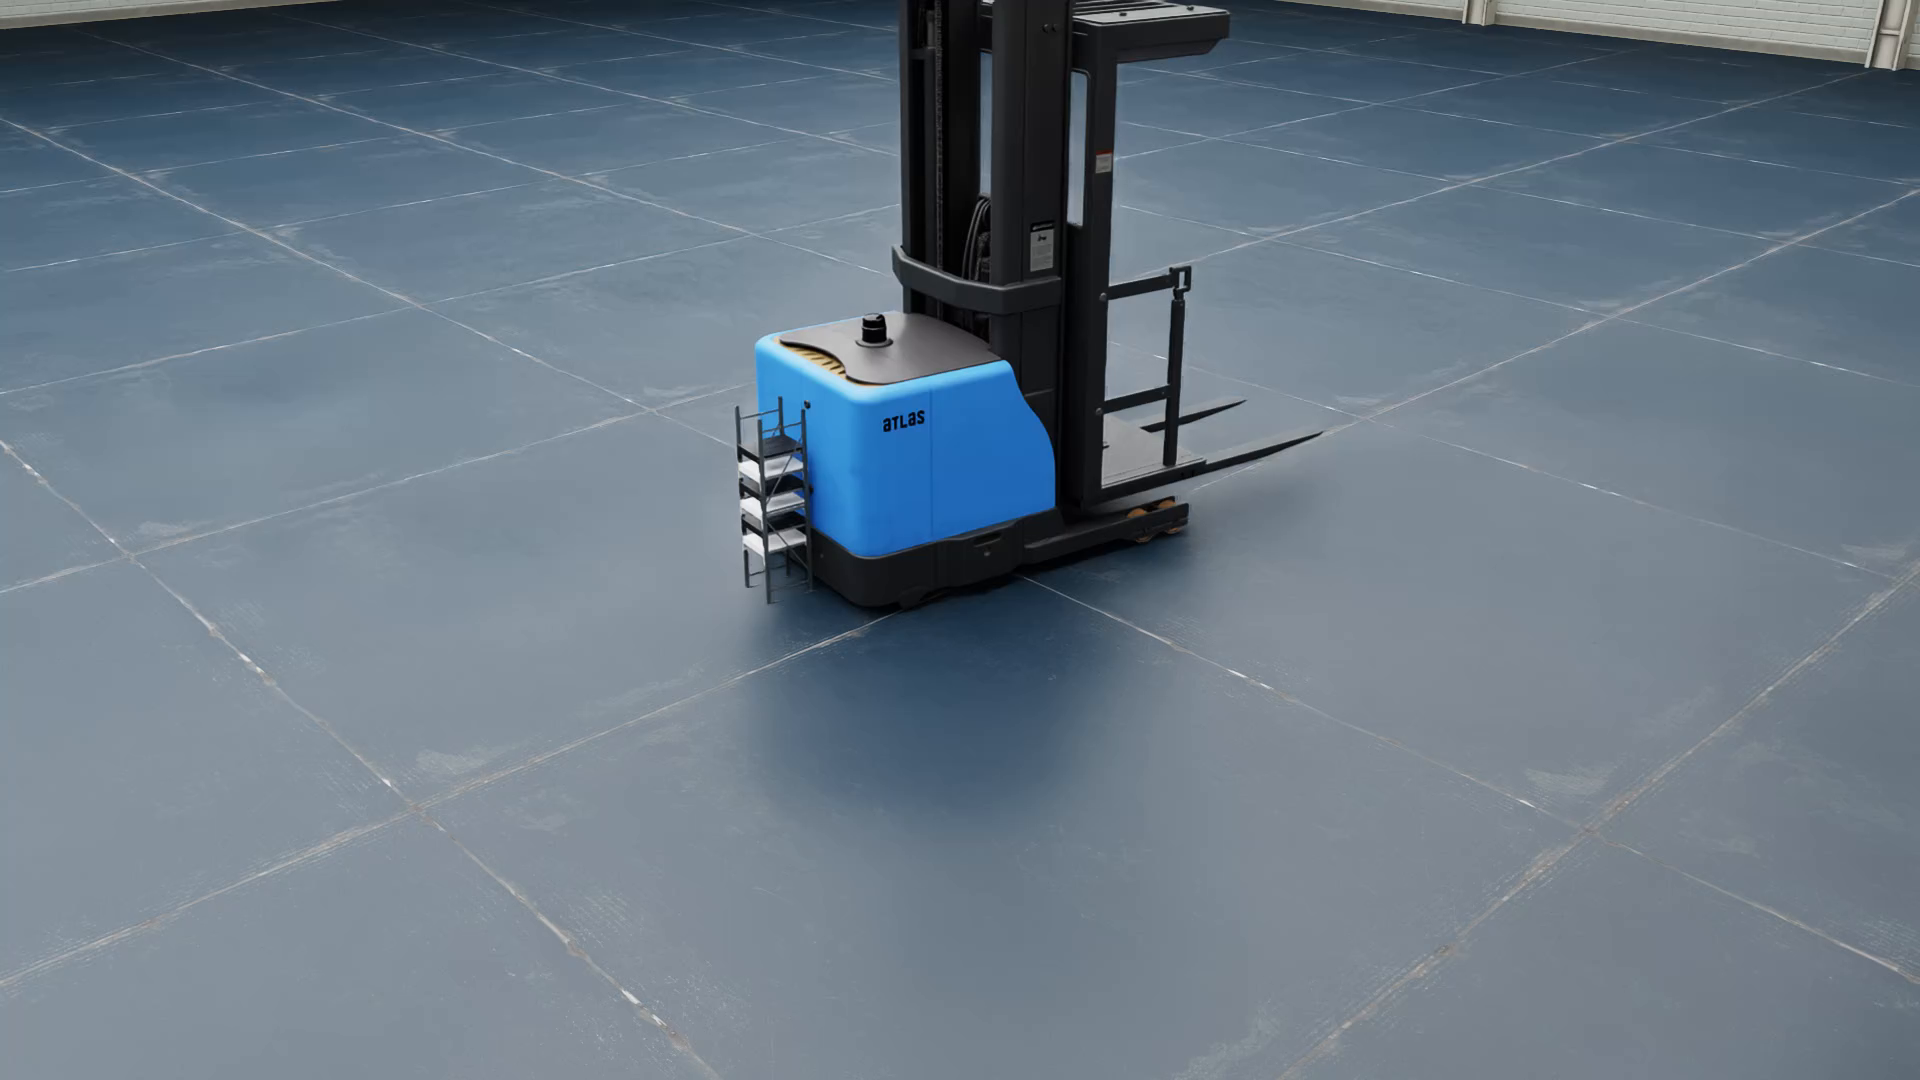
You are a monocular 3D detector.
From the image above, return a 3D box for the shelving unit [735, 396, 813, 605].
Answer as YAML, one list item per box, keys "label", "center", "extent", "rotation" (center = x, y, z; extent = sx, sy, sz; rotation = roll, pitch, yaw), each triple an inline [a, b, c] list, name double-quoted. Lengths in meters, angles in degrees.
- label: "shelving unit"
  center: [-0.842, -0.177, 7.553]
  extent: [0.258, 0.900, 0.210]
  rotation: [-16, 29, -32]

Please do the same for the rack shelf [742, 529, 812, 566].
- label: "rack shelf"
  center: [-0.842, 0.018, 7.641]
  extent: [0.258, 0.077, 0.200]
  rotation: [-16, 29, -32]

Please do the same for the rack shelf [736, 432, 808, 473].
- label: "rack shelf"
  center: [-0.842, -0.392, 7.455]
  extent: [0.258, 0.077, 0.200]
  rotation: [-16, 29, -32]

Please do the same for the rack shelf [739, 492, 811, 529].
- label: "rack shelf"
  center: [-0.842, -0.146, 7.567]
  extent: [0.258, 0.077, 0.200]
  rotation: [-16, 29, -32]

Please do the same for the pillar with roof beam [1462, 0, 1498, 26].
- label: "pillar with roof beam"
  center: [4.918, -10.906, 21.314]
  extent: [9.100, 9.000, 0.400]
  rotation: [-21, 32, -38]

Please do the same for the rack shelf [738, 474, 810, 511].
- label: "rack shelf"
  center: [-0.842, -0.228, 7.529]
  extent: [0.258, 0.077, 0.200]
  rotation: [-16, 29, -32]

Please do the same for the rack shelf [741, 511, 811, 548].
- label: "rack shelf"
  center: [-0.842, -0.064, 7.604]
  extent: [0.258, 0.077, 0.200]
  rotation: [-16, 29, -32]

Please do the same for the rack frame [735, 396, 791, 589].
- label: "rack frame"
  center: [-0.901, -0.211, 7.628]
  extent: [0.240, 0.900, 0.006]
  rotation: [-16, 29, -32]

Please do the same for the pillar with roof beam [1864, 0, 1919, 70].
- label: "pillar with roof beam"
  center: [9.019, -9.088, 17.329]
  extent: [9.100, 9.000, 0.400]
  rotation: [-21, 32, -38]

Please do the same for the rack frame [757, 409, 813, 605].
- label: "rack frame"
  center: [-0.783, -0.142, 7.477]
  extent: [0.240, 0.900, 0.006]
  rotation: [-16, 29, -32]

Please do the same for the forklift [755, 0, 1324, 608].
- label: "forklift"
  center: [0.536, -1.484, 7.972]
  extent: [3.031, 2.935, 1.130]
  rotation: [-16, 29, -31]

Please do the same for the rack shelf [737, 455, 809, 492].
- label: "rack shelf"
  center: [-0.842, -0.310, 7.492]
  extent: [0.258, 0.077, 0.200]
  rotation: [-16, 29, -32]
